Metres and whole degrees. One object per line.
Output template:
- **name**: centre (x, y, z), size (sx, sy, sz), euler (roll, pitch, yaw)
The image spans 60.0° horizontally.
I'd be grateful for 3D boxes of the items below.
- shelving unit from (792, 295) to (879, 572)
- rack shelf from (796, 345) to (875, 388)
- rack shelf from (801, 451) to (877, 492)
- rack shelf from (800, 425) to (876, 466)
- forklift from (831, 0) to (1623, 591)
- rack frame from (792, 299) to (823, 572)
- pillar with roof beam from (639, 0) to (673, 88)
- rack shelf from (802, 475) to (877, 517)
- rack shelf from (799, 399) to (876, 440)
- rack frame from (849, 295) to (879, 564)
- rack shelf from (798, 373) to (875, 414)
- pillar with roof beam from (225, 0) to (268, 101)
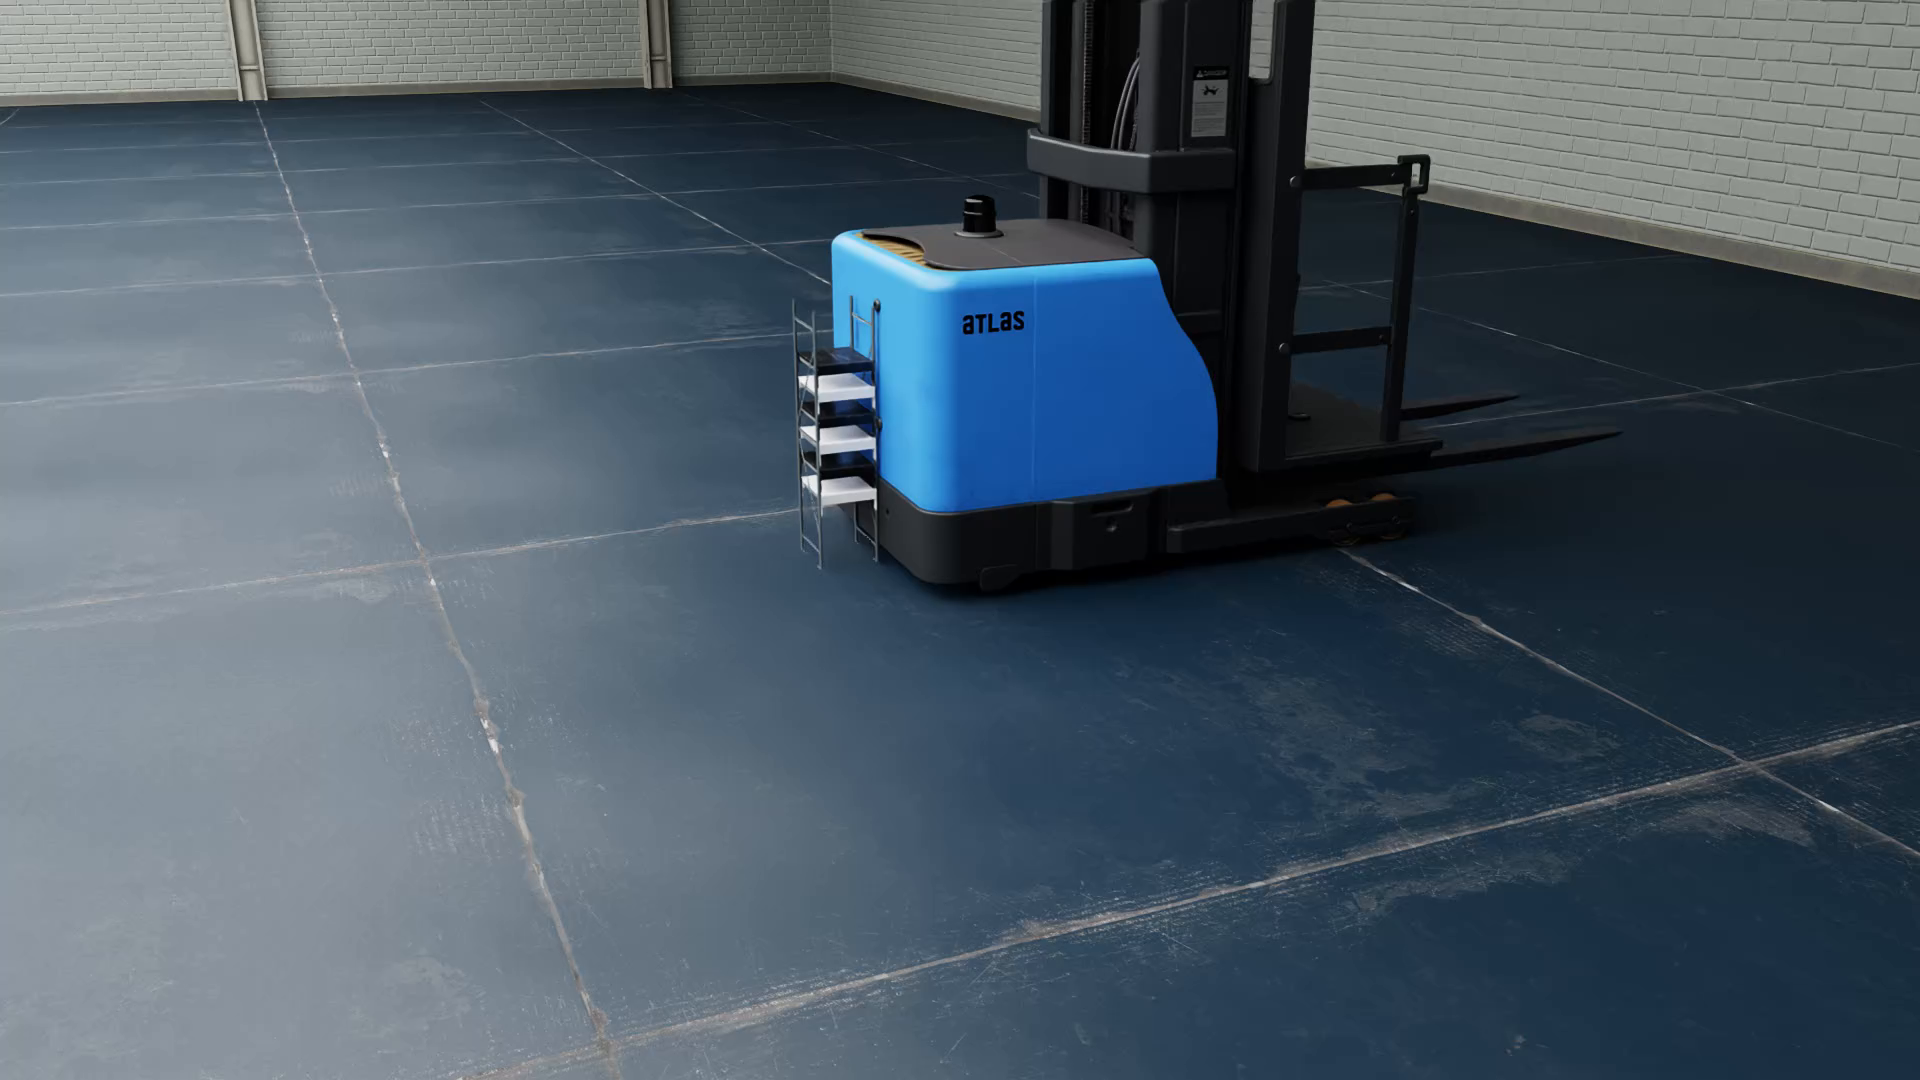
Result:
- **shelving unit**: centre (-0.425, -0.366, 5.707), size (0.210, 0.900, 0.258), euler (-8, 21, -21)
- **rack shelf**: centre (-0.425, -0.589, 5.628), size (0.200, 0.077, 0.258), euler (-8, 21, -21)
- **rack shelf**: centre (-0.425, -0.250, 5.748), size (0.200, 0.077, 0.258), euler (-8, 21, -21)
- **rack shelf**: centre (-0.425, -0.335, 5.718), size (0.200, 0.077, 0.258), euler (-8, 21, -21)
- **forklift**: centre (1.097, -1.512, 5.903), size (3.031, 2.935, 1.130), euler (-8, 21, -21)
- **rack frame**: centre (-0.519, -0.353, 5.670), size (0.006, 0.900, 0.240), euler (-8, 21, -21)
- **pillar with roof beam**: centre (-3.109, -10.155, 21.313), size (0.400, 9.000, 9.100), euler (-8, 21, -22)
- **rack shelf**: centre (-0.425, -0.165, 5.778), size (0.200, 0.077, 0.258), euler (-8, 21, -21)
- **rack shelf**: centre (-0.425, -0.420, 5.688), size (0.200, 0.077, 0.258), euler (-8, 21, -21)
- **rack frame**: centre (-0.331, -0.379, 5.743), size (0.006, 0.900, 0.240), euler (-8, 21, -21)
- **rack shelf**: centre (-0.425, -0.504, 5.658), size (0.200, 0.077, 0.258), euler (-8, 21, -21)
- **pillar with roof beam**: centre (-8.619, -9.365, 19.071), size (0.400, 9.000, 9.100), euler (-8, 21, -22)
